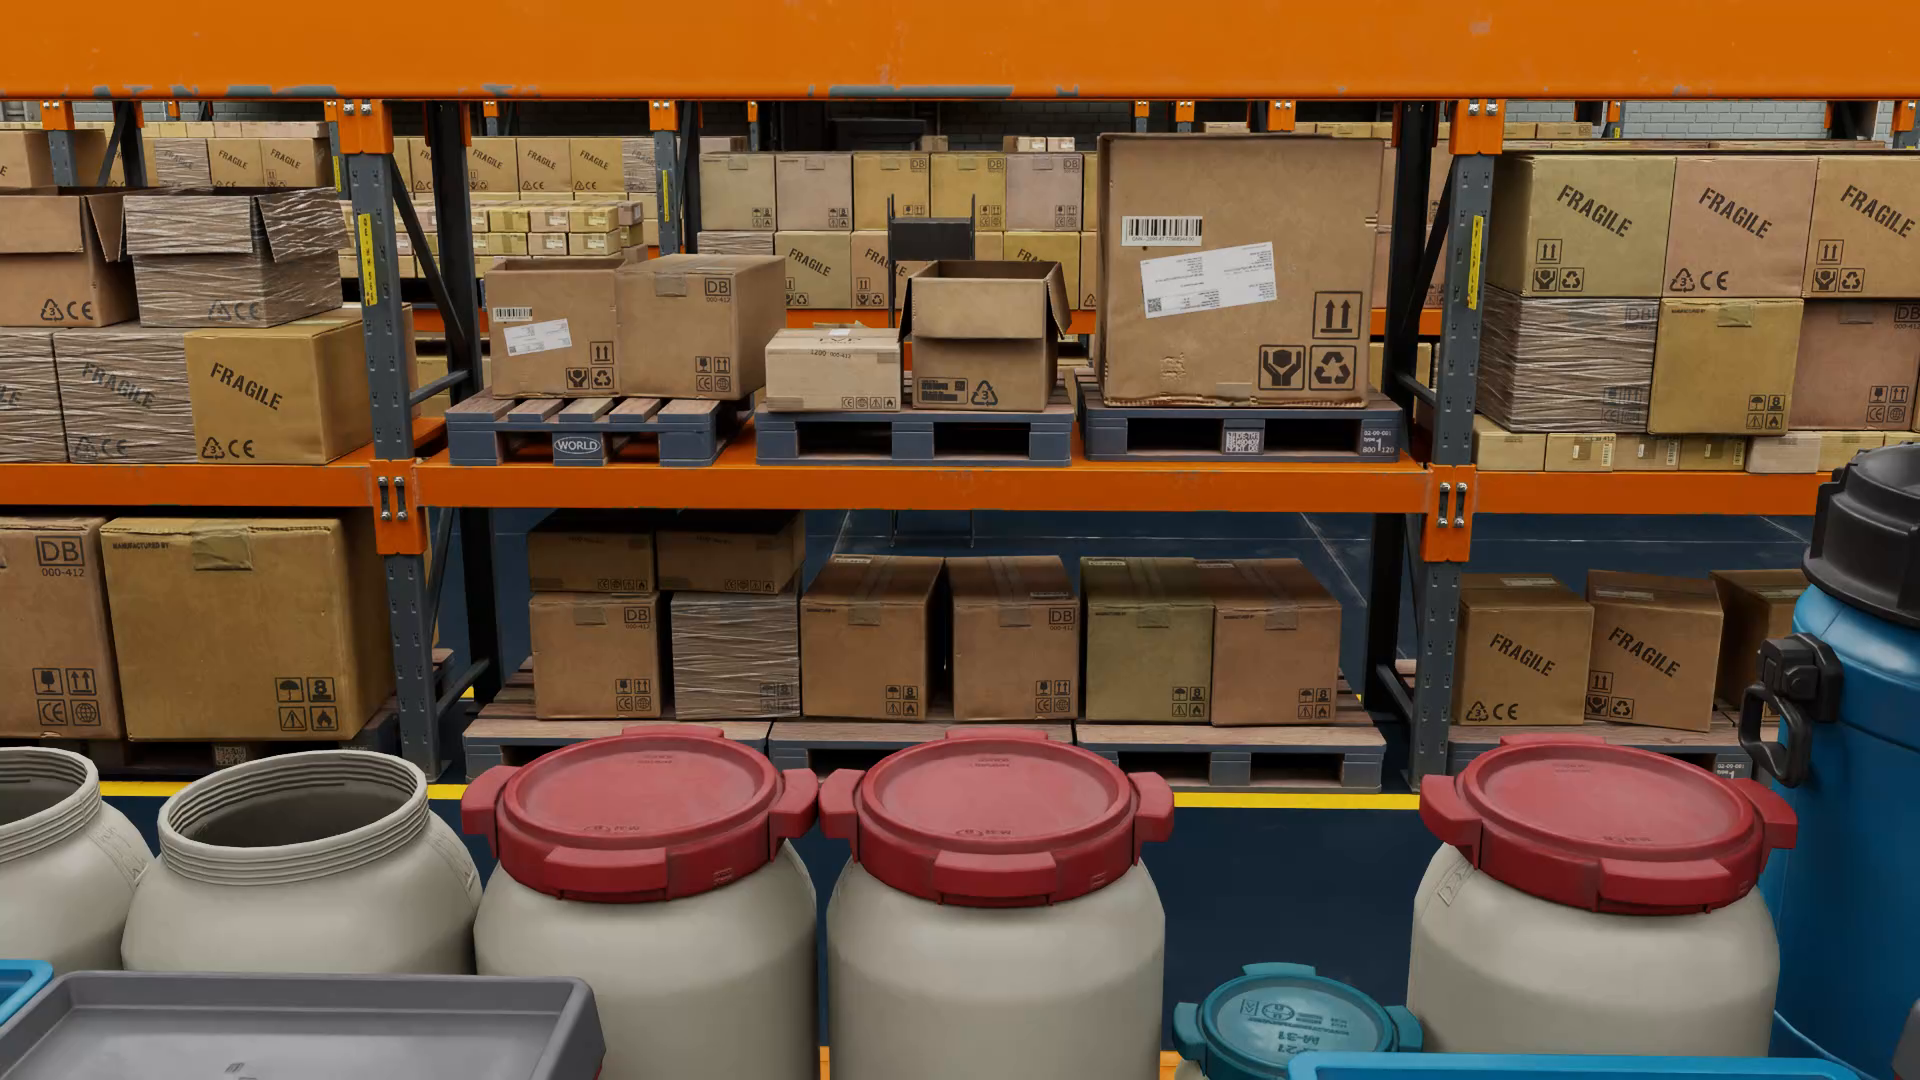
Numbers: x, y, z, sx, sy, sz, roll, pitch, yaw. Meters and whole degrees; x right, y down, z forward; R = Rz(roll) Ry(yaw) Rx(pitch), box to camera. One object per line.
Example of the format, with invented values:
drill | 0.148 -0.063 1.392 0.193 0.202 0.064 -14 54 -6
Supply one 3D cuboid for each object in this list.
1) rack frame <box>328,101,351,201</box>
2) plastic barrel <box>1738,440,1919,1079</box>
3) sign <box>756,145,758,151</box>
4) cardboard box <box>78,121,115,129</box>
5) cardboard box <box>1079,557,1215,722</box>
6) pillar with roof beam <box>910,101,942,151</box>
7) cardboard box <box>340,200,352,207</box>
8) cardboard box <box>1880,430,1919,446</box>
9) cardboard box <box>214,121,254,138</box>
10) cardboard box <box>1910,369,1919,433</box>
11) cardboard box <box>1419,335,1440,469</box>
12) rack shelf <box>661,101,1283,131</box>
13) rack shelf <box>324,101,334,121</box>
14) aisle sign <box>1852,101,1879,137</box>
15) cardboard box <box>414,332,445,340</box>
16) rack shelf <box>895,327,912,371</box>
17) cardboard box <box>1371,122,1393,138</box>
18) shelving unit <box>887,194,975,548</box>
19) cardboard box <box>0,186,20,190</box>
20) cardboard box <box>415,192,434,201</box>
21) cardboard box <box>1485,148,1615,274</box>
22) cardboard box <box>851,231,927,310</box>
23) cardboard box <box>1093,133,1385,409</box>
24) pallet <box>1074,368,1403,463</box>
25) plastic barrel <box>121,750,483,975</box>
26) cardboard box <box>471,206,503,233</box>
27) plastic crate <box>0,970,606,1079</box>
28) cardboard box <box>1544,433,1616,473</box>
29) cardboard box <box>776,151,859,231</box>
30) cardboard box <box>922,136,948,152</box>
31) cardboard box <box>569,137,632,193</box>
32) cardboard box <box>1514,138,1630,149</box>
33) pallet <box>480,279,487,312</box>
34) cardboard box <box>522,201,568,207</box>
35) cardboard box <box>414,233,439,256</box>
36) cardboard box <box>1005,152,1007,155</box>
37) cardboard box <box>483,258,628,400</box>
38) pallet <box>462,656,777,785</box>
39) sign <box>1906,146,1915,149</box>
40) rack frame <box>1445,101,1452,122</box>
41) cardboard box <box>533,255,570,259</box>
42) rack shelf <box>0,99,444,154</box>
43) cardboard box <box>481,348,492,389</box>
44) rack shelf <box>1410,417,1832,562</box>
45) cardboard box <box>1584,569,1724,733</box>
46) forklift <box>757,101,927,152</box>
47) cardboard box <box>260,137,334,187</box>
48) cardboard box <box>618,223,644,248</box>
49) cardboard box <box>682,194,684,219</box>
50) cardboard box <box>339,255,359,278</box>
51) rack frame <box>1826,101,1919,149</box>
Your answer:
rack frame | -5.890 -3.154 16.416 0.127 3.000 1.000 0 15 1
plastic barrel | 1.349 0.366 2.090 0.708 0.901 0.600 0 15 1
sign | -1.902 -3.547 15.633 0.005 0.325 0.100 0 15 1
cardboard box | -8.244 -3.941 15.969 0.250 0.149 0.380 1 15 2
cardboard box | 0.765 0.404 6.968 0.500 0.500 0.700 0 15 1
pillar with roof beam | -0.552 -6.418 17.027 0.400 9.000 9.100 0 15 1
cardboard box | -4.206 -2.299 11.677 0.250 0.149 0.380 0 15 -1
cardboard box | 3.562 -0.369 6.351 0.250 0.149 0.380 0 15 1
cardboard box | -6.969 -3.951 16.009 0.250 0.149 0.380 0 15 1
cardboard box | 3.803 -0.745 6.504 0.500 0.500 0.875 0 15 1
cardboard box | 3.610 -0.988 11.547 0.875 0.875 0.875 0 15 2
rack shelf | 0.083 -2.955 11.190 4.000 0.370 1.077 0 15 1
rack shelf | -7.889 -4.270 16.174 4.000 0.370 1.077 0 15 1
aisle sign | 6.159 -3.146 11.289 0.004 0.787 0.394 0 15 1
cardboard box | -5.268 -2.346 16.695 0.875 0.875 0.875 1 15 3
rack shelf | -0.165 -1.003 10.080 0.480 0.518 0.431 0 15 1
cardboard box | 4.077 -3.720 15.822 0.500 0.500 0.700 0 15 1
shelving unit | -0.165 -1.016 10.076 0.503 2.100 0.431 0 15 1
cardboard box | -4.197 -1.151 6.660 0.637 0.503 0.797 1 15 3
cardboard box | -4.935 -3.253 16.102 0.500 0.250 0.500 1 15 2
cardboard box | 2.311 -1.318 6.716 0.500 0.500 0.500 0 15 1
cardboard box | -0.462 -1.836 11.222 0.500 0.500 0.500 0 15 1
cardboard box | 1.064 -1.109 6.664 1.000 1.000 1.000 0 15 2
pallet | 1.094 -0.524 6.823 1.213 0.211 1.003 0 15 1
plastic barrel | -0.816 0.563 2.107 0.421 0.512 0.421 0 15 0
cardboard box | -3.198 -2.125 11.019 0.250 0.149 0.380 1 15 3
plastic crate | -0.663 0.720 1.607 0.583 0.464 0.402 0 15 1
cardboard box | 2.311 -0.370 6.356 0.250 0.149 0.380 0 15 1
cardboard box | -0.962 -2.389 11.358 0.500 0.500 0.700 0 15 1
cardboard box | -0.248 -3.898 16.362 0.250 0.149 0.380 0 15 -1
cardboard box | -3.424 -3.603 15.960 0.500 0.500 0.500 0 15 1
cardboard box | 4.069 -2.409 11.179 0.500 0.550 0.875 0 15 1
pallet | -2.632 -1.750 11.469 1.003 0.211 1.213 0 15 1
cardboard box | -2.887 -2.291 11.645 0.250 0.149 0.380 0 15 1
cardboard box | -3.451 -1.984 11.066 0.250 0.149 0.380 0 15 1
cardboard box | 0.628 -3.450 15.933 0.500 0.500 0.500 1 15 3
cardboard box | -1.603 -0.859 6.697 0.500 0.500 0.500 -1 15 -5
pallet | -1.363 0.753 7.073 1.213 0.211 1.003 0 15 1
sign | 6.053 -2.349 10.630 0.005 0.325 0.100 0 15 1
rack frame | 6.229 -4.342 20.917 0.127 3.000 1.000 0 15 1
cardboard box | -2.670 -1.835 11.084 0.250 0.149 0.380 0 15 1
rack shelf | -4.144 -1.717 6.497 4.000 0.370 1.077 0 15 1
cardboard box | -3.112 -1.160 11.465 0.500 0.250 0.500 1 15 2
rack shelf | 3.854 -0.214 6.682 4.000 0.370 1.077 0 15 1
cardboard box | 2.826 0.445 6.849 0.500 0.500 0.500 5 16 19
forklift | -0.879 -2.468 13.950 3.031 2.935 1.130 -6 16 -20
cardboard box | -6.369 -3.619 16.020 0.500 0.500 0.500 0 15 1
cardboard box | -2.394 -2.145 11.676 0.250 0.149 0.380 1 15 4
cardboard box | -2.382 -3.236 16.039 0.500 0.250 0.500 0 15 1
cardboard box | -3.976 -1.843 11.116 0.250 0.149 0.380 0 15 -1
rack frame | 6.081 -1.813 11.332 0.127 3.000 1.000 0 15 1
